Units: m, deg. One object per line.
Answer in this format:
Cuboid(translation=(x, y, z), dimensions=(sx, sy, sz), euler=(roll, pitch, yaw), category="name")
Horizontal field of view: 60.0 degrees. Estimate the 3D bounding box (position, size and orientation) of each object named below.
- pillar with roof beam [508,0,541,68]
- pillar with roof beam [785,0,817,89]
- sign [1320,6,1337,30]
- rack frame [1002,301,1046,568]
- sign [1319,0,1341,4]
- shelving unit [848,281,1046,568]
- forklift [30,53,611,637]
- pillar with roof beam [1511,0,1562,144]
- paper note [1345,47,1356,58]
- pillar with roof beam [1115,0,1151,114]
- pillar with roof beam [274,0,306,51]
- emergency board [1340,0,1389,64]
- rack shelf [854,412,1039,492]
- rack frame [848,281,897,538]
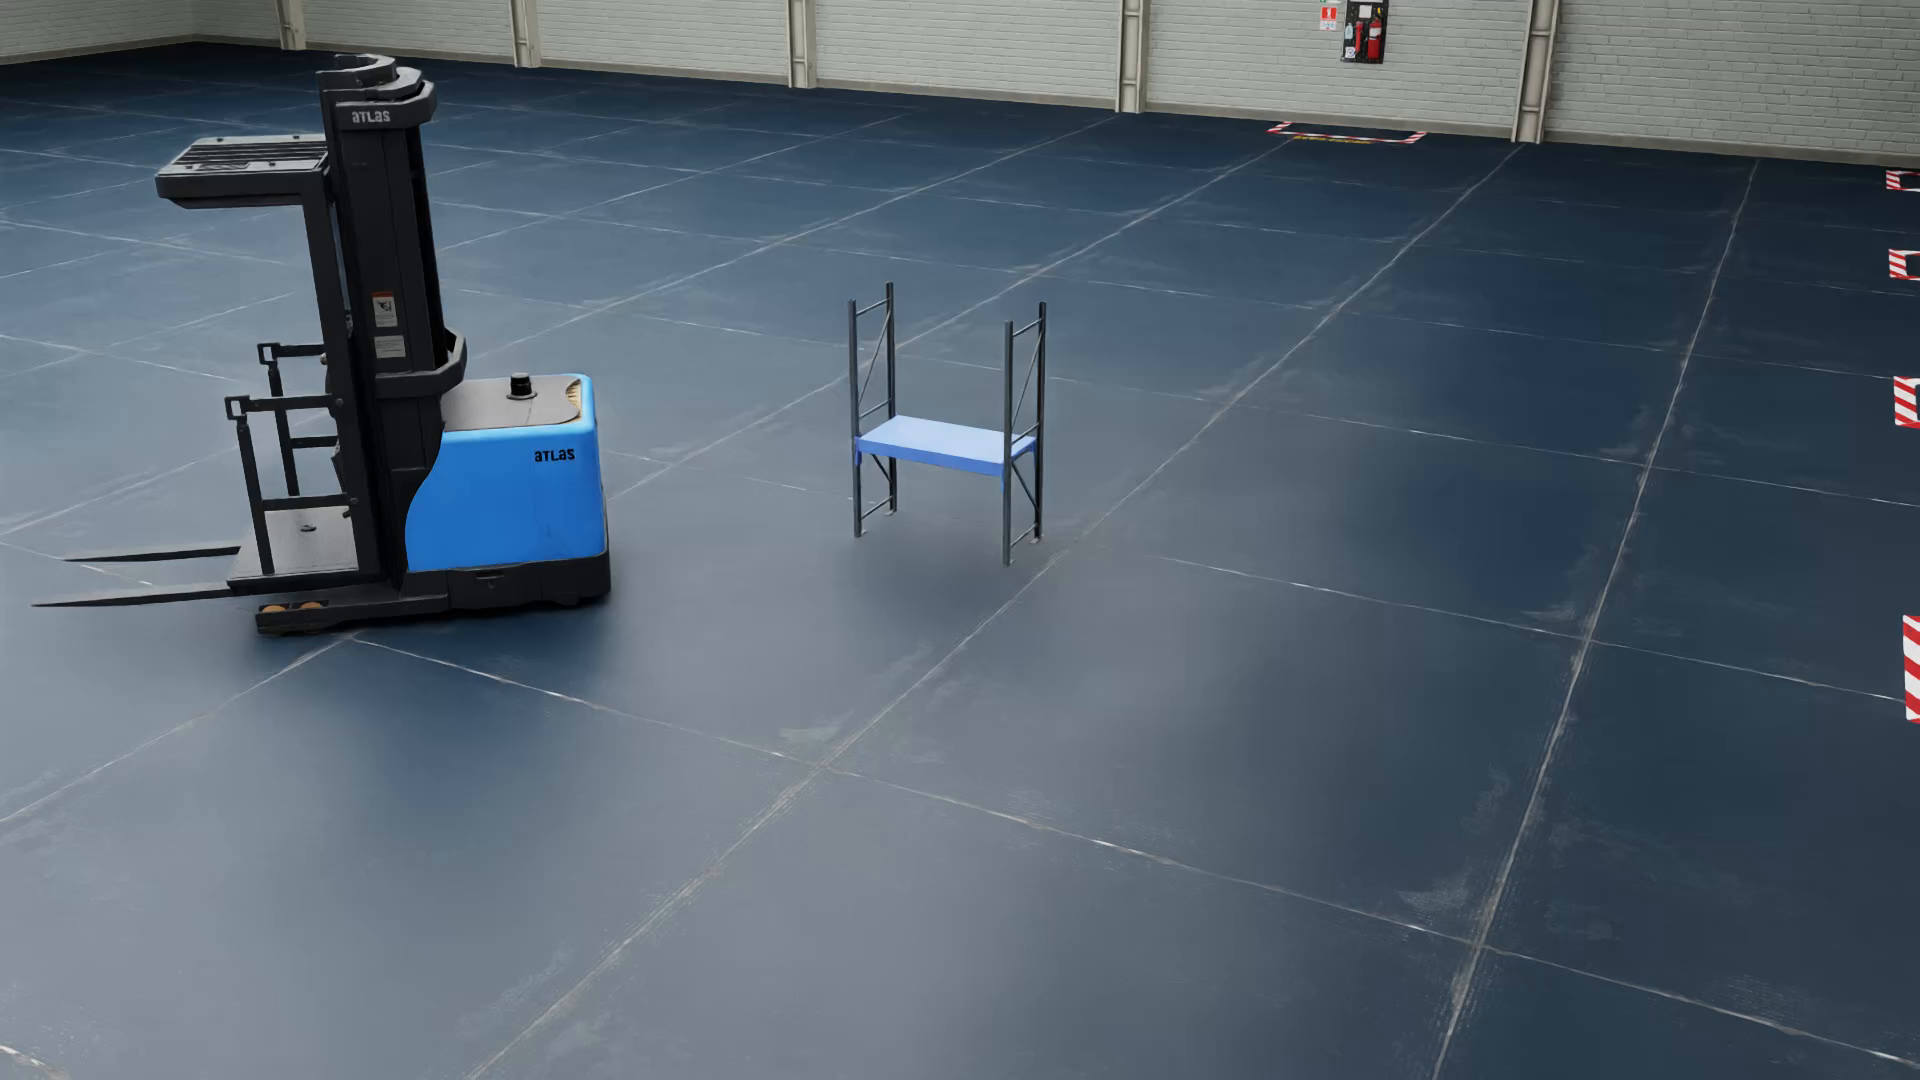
Cuboid(translation=(-9.985, -11.458, 25.694), dimensions=(0.400, 9.000, 9.100), euler=(11, 25, 25), category="pillar with roof beam")
Cuboid(translation=(-4.631, -10.399, 23.203), dimensions=(0.400, 9.000, 9.100), euler=(11, 25, 25), category="pillar with roof beam")
Cuboid(translation=(5.385, -7.622, 24.295), dimensions=(0.234, 0.329, 0.001), euler=(11, 25, 25), category="sign")
Cuboid(translation=(0.378, -0.615, 9.781), dimensions=(0.032, 1.500, 0.500), euler=(11, 25, 25), category="rack frame")
Cuboid(translation=(5.386, -7.862, 24.182), dimensions=(0.331, 0.109, 0.001), euler=(11, 25, 25), category="sign")
Cuboid(translation=(-0.076, -0.705, 9.992), dimensions=(1.048, 1.500, 0.538), euler=(11, 25, 25), category="shelving unit")
Cuboid(translation=(-3.549, -1.050, 8.974), dimensions=(3.031, 2.935, 1.130), euler=(-5, 24, -11), category="forklift")
Cuboid(translation=(6.078, -8.280, 18.220), dimensions=(0.400, 9.000, 9.100), euler=(11, 25, 25), category="pillar with roof beam")
Cuboid(translation=(5.706, -7.122, 24.290), dimensions=(0.142, 0.148, 0.016), euler=(11, 25, 25), category="paper note")
Cuboid(translation=(0.724, -9.339, 20.712), dimensions=(0.400, 9.000, 9.100), euler=(11, 25, 25), category="pillar with roof beam")
Cuboid(translation=(-15.340, -12.518, 28.186), dimensions=(0.400, 9.000, 9.100), euler=(11, 25, 25), category="pillar with roof beam")
Cuboid(translation=(5.832, -7.472, 23.987), dimensions=(0.643, 1.169, 0.194), euler=(11, 25, 25), category="emergency board")
Cuboid(translation=(-0.076, -0.540, 10.062), dimensions=(1.000, 0.185, 0.538), euler=(11, 25, 25), category="rack shelf")
Cuboid(translation=(-0.530, -0.795, 10.203), dimensions=(0.032, 1.500, 0.500), euler=(11, 25, 25), category="rack frame")
